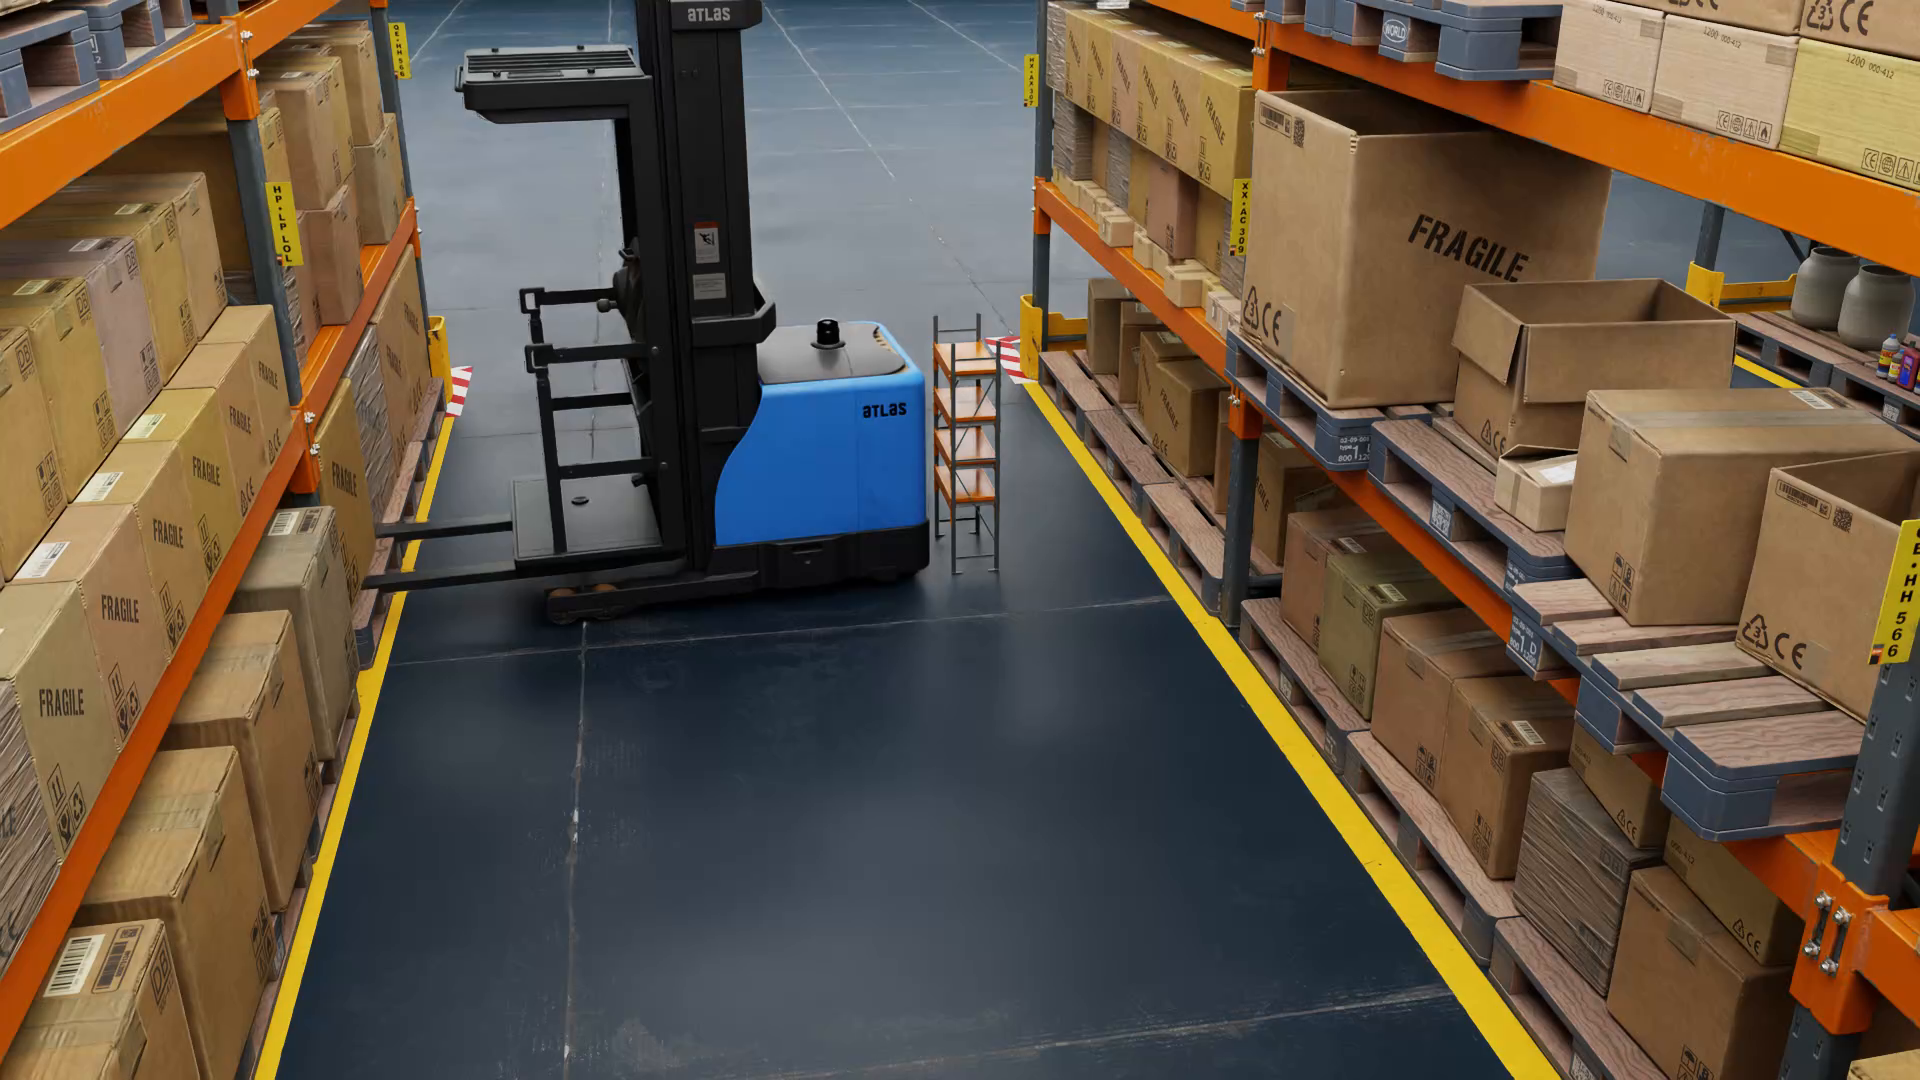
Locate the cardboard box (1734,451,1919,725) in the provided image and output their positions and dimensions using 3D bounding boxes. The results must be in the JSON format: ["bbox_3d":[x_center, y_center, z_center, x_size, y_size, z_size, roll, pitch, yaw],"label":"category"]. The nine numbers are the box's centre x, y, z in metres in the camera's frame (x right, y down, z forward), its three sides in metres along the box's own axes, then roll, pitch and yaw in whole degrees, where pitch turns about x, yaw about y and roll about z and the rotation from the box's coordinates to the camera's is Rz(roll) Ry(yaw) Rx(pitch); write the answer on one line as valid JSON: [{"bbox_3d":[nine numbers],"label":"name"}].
[{"bbox_3d":[2.333,0.110,4.100,0.500,0.500,0.500,-7,25,-16],"label":"cardboard box"}]

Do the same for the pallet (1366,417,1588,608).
[{"bbox_3d":[2.066,-0.130,5.539,1.003,0.211,1.213,-4,24,-10],"label":"pallet"}]

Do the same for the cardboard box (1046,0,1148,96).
[{"bbox_3d":[0.827,-2.992,10.108,0.500,0.500,0.500,-4,24,-10],"label":"cardboard box"}]

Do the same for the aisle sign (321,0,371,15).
[{"bbox_3d":[-3.618,-3.503,9.774,0.394,0.787,0.004,-4,24,-10],"label":"aisle sign"}]

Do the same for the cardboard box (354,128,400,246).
[{"bbox_3d":[-3.664,-1.973,9.332,0.875,0.550,0.550,-4,24,-10],"label":"cardboard box"}]

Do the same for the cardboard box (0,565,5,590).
[{"bbox_3d":[-2.589,0.005,3.616,0.700,0.500,0.500,-5,24,-11],"label":"cardboard box"}]

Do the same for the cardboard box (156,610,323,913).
[{"bbox_3d":[-2.783,0.768,5.530,1.050,0.750,0.750,-4,24,-10],"label":"cardboard box"}]

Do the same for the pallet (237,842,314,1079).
[{"bbox_3d":[-2.715,1.369,5.352,1.003,0.211,1.213,-4,24,-10],"label":"pallet"}]

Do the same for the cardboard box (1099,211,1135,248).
[{"bbox_3d":[0.994,-1.747,9.315,0.380,0.149,0.250,-4,24,-10],"label":"cardboard box"}]

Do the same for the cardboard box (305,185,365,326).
[{"bbox_3d":[-3.349,-1.337,7.875,0.875,0.550,0.550,-4,24,-10],"label":"cardboard box"}]

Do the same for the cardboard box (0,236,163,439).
[{"bbox_3d":[-2.873,-0.596,4.993,0.700,0.500,0.500,-4,24,-9],"label":"cardboard box"}]

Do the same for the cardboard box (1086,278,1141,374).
[{"bbox_3d":[1.092,-1.389,10.780,0.500,0.500,0.500,0,24,0],"label":"cardboard box"}]

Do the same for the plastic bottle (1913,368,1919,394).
[{"bbox_3d":[5.953,-1.035,10.232,0.097,0.271,0.097,0,24,0],"label":"plastic bottle"}]

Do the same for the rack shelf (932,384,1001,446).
[{"bbox_3d":[0.031,-0.628,8.298,0.258,0.148,0.480,-4,24,-10],"label":"rack shelf"}]

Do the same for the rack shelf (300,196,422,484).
[{"bbox_3d":[-3.530,-1.145,8.523,1.077,0.370,4.000,-4,24,-10],"label":"rack shelf"}]

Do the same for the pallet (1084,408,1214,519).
[{"bbox_3d":[1.345,-0.480,9.585,1.003,0.211,1.213,-4,24,-10],"label":"pallet"}]

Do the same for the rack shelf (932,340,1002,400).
[{"bbox_3d":[0.031,-0.845,8.204,0.258,0.148,0.480,-4,24,-10],"label":"rack shelf"}]

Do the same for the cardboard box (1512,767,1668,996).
[{"bbox_3d":[2.214,1.023,5.234,0.700,0.500,0.500,-6,24,-14],"label":"cardboard box"}]

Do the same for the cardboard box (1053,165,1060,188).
[{"bbox_3d":[0.811,-2.344,10.682,0.380,0.149,0.250,-4,24,-10],"label":"cardboard box"}]

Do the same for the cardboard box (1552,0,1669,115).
[{"bbox_3d":[1.948,-1.308,4.438,0.500,0.250,0.500,-4,24,-8],"label":"cardboard box"}]

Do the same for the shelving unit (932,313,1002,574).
[{"bbox_3d":[0.031,-0.485,8.361,0.258,1.200,0.503,-4,24,-10],"label":"shelving unit"}]

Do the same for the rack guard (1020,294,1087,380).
[{"bbox_3d":[1.007,-1.413,11.361,1.175,0.500,0.348,-4,24,-10],"label":"rack guard"}]

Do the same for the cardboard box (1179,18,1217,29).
[{"bbox_3d":[1.526,-2.638,9.296,0.500,0.500,0.500,-4,24,-10],"label":"cardboard box"}]

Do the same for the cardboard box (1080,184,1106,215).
[{"bbox_3d":[0.937,-2.048,10.005,0.380,0.149,0.250,-4,24,-10],"label":"cardboard box"}]

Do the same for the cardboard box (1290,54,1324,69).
[{"bbox_3d":[1.805,-2.048,7.946,0.500,0.500,0.500,-4,24,-10],"label":"cardboard box"}]

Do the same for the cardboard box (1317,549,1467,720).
[{"bbox_3d":[1.895,0.361,6.750,0.700,0.500,0.500,-4,24,-10],"label":"cardboard box"}]

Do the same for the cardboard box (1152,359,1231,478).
[{"bbox_3d":[1.393,-0.686,9.170,0.500,0.500,0.500,-6,24,-14],"label":"cardboard box"}]

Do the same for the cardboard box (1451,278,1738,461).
[{"bbox_3d":[2.144,-0.580,5.677,0.797,0.503,0.637,-2,24,-4],"label":"cardboard box"}]

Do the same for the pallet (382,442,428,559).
[{"bbox_3d":[-3.453,-0.196,8.935,1.003,0.211,1.213,-4,24,-10],"label":"pallet"}]

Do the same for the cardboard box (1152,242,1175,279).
[{"bbox_3d":[1.222,-1.458,8.655,0.380,0.149,0.250,-4,24,-10],"label":"cardboard box"}]

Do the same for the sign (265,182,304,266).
[{"bbox_3d":[-2.629,-1.226,6.462,0.100,0.325,0.005,-4,24,-10],"label":"sign"}]

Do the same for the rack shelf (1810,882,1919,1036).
[{"bbox_3d":[2.842,1.674,2.067,1.077,0.370,4.000,-4,24,-10],"label":"rack shelf"}]

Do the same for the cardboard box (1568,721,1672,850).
[{"bbox_3d":[2.211,0.689,5.061,0.500,0.250,0.500,-2,24,-4],"label":"cardboard box"}]

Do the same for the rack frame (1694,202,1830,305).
[{"bbox_3d":[5.861,-2.955,11.769,1.000,3.000,0.127,-4,24,-10],"label":"rack frame"}]

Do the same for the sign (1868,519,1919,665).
[{"bbox_3d":[1.941,0.108,3.408,0.100,0.325,0.005,-4,24,-10],"label":"sign"}]

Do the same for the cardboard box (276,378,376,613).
[{"bbox_3d":[-3.208,-0.159,7.497,0.875,0.875,0.875,-4,24,-9],"label":"cardboard box"}]

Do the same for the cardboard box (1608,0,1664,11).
[{"bbox_3d":[1.956,-1.657,4.300,0.500,0.500,0.500,-4,24,-9],"label":"cardboard box"}]

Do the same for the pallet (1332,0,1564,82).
[{"bbox_3d":[1.937,-1.645,5.256,1.213,0.211,1.003,-4,24,-10],"label":"pallet"}]

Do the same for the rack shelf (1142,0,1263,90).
[{"bbox_3d":[1.363,-2.847,8.672,1.077,0.370,4.000,-4,24,-10],"label":"rack shelf"}]

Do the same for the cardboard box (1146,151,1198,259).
[{"bbox_3d":[1.461,-1.767,8.552,0.875,0.500,0.500,-4,24,-10],"label":"cardboard box"}]

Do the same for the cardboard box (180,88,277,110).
[{"bbox_3d":[-3.411,-1.607,7.145,0.875,0.550,0.550,-4,24,-10],"label":"cardboard box"}]

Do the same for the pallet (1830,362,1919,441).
[{"bbox_3d":[6.288,-0.852,10.437,1.003,0.211,1.213,-4,24,-10],"label":"pallet"}]

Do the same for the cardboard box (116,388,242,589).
[{"bbox_3d":[-2.614,-0.151,5.222,0.500,0.500,0.500,-4,24,-9],"label":"cardboard box"}]

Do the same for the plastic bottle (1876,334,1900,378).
[{"bbox_3d":[5.890,-1.170,10.541,0.097,0.271,0.097,0,24,0],"label":"plastic bottle"}]

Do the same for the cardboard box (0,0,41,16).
[{"bbox_3d":[-2.526,-1.387,3.891,0.500,0.311,0.500,-5,24,-11],"label":"cardboard box"}]

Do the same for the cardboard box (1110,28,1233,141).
[{"bbox_3d":[1.105,-2.402,8.757,0.500,0.500,0.500,-4,24,-10],"label":"cardboard box"}]

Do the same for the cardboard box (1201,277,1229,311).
[{"bbox_3d":[1.380,-1.165,7.983,0.380,0.149,0.250,-4,24,-10],"label":"cardboard box"}]

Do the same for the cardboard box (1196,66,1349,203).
[{"bbox_3d":[1.379,-1.812,7.406,0.500,0.500,0.500,-4,24,-10],"label":"cardboard box"}]

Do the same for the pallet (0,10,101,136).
[{"bbox_3d":[-2.802,-1.092,3.990,1.003,0.211,1.213,-3,24,-7],"label":"pallet"}]

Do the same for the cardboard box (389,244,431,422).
[{"bbox_3d":[-3.710,-1.218,9.921,0.875,0.875,0.875,-4,24,-9],"label":"cardboard box"}]

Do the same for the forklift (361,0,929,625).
[{"bbox_3d":[-1.728,-1.179,7.788,3.031,2.935,1.130,-6,24,-14],"label":"forklift"}]

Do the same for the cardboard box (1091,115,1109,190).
[{"bbox_3d":[1.278,-2.365,9.920,0.875,0.500,0.500,-4,24,-10],"label":"cardboard box"}]

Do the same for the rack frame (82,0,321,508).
[{"bbox_3d":[-3.160,-0.688,6.577,1.000,3.000,0.127,-4,24,-10],"label":"rack frame"}]

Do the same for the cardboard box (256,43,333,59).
[{"bbox_3d":[-3.707,-2.236,8.586,0.875,0.550,0.550,-4,24,-10],"label":"cardboard box"}]

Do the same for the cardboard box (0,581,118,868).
[{"bbox_3d":[-2.335,0.443,3.862,0.500,0.500,0.500,-5,24,-10],"label":"cardboard box"}]
